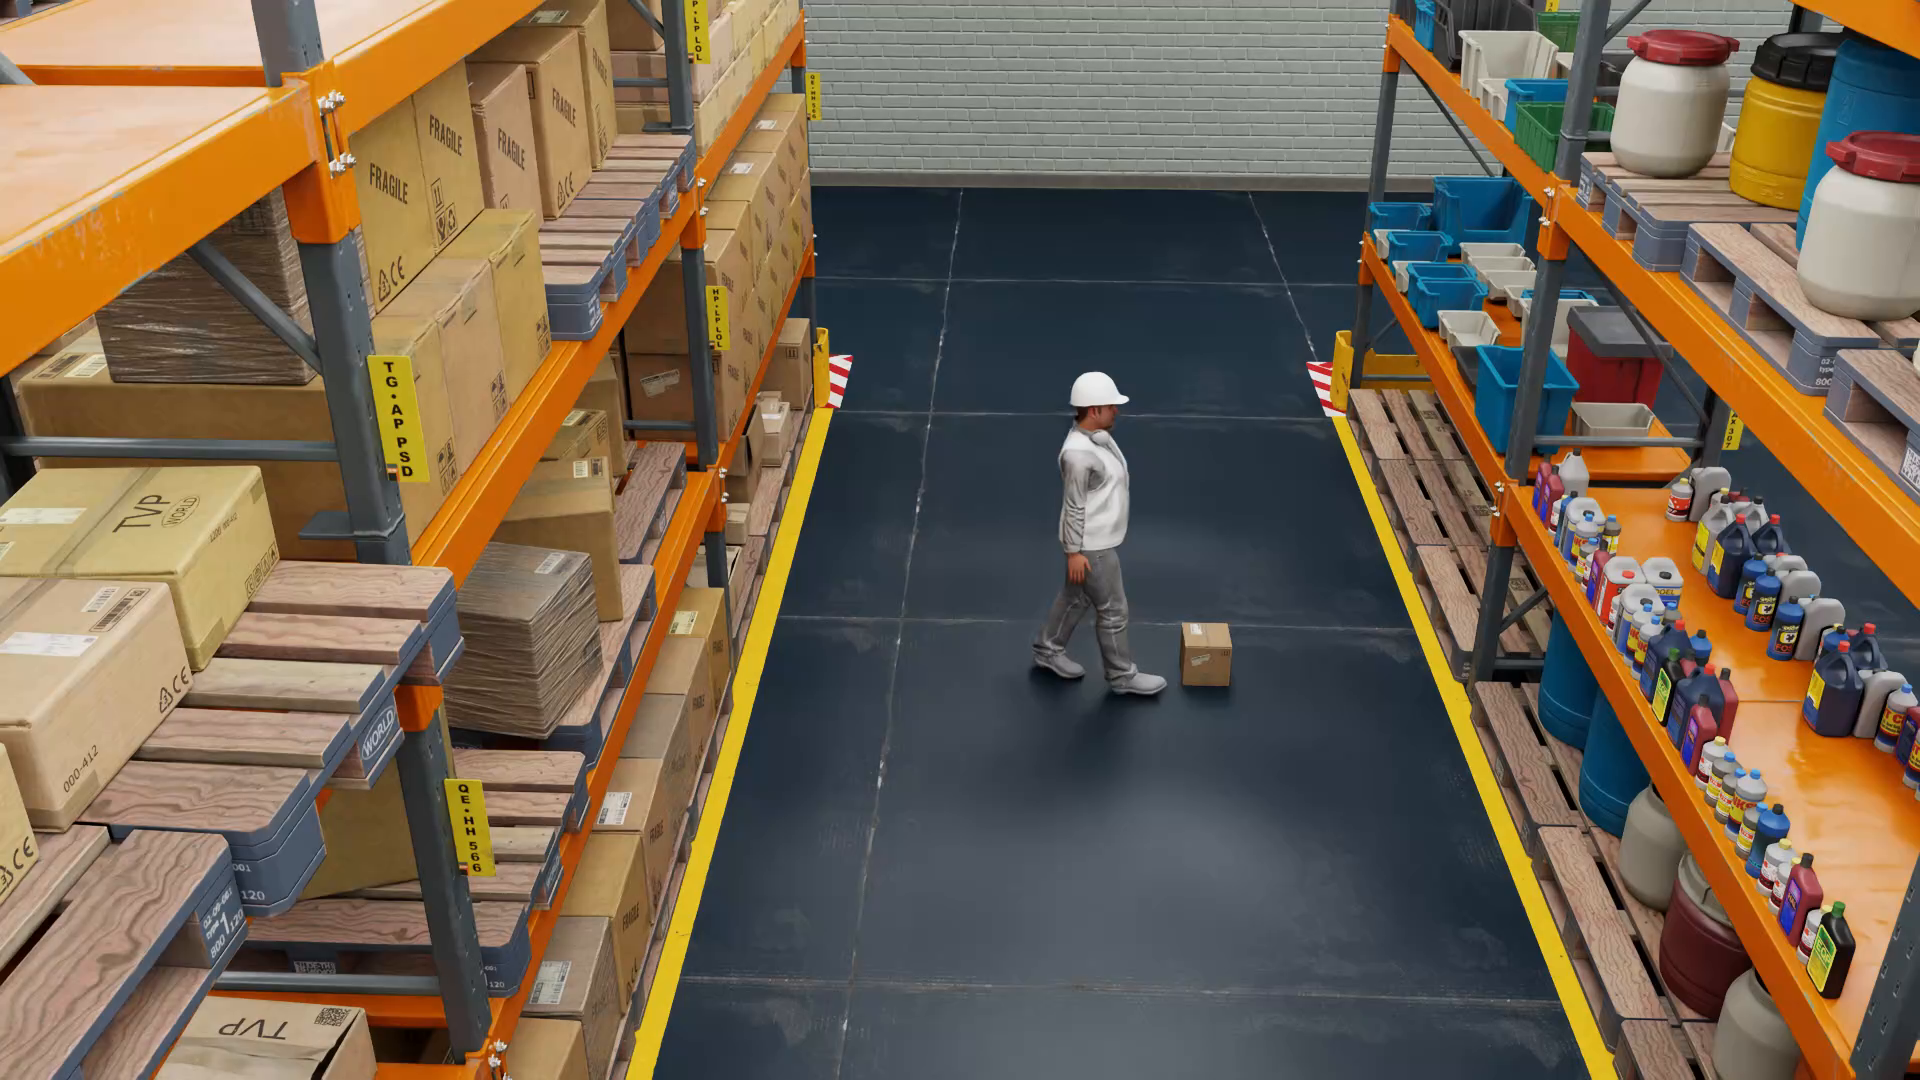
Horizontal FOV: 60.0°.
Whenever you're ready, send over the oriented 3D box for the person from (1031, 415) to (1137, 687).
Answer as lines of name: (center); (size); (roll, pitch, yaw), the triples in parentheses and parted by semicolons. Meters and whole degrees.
person: (0.671, 0.048, 8.696); (0.595, 1.470, 0.446); (5, 28, 10)
